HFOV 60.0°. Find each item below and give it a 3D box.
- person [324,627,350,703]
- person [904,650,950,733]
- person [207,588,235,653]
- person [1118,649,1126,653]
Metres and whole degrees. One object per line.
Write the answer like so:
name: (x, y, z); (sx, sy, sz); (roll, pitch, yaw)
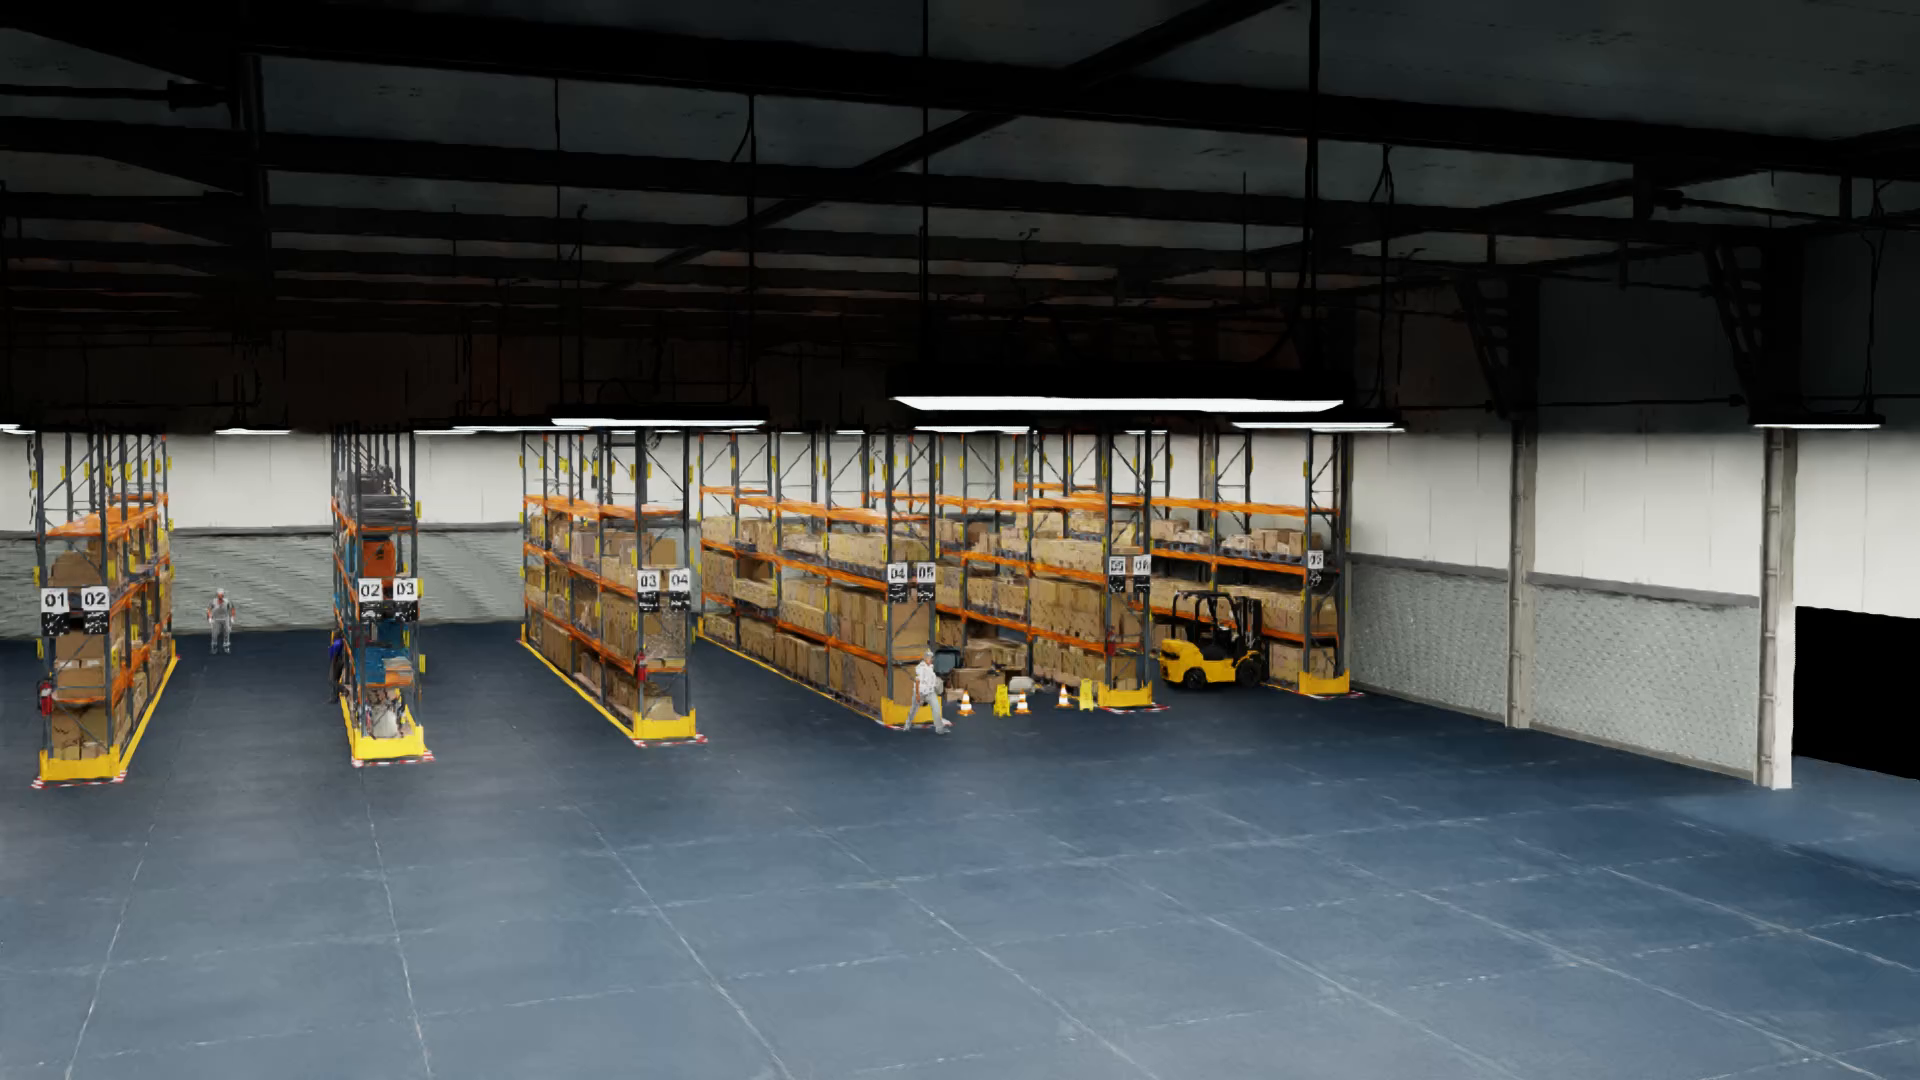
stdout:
person: (-13.300, 2.679, 35.460); (0.560, 1.637, 0.658); (-1, 4, -15)
person: (-0.679, 2.920, 32.045); (0.942, 1.613, 0.519); (4, 5, 45)
person: (-19.439, 2.129, 43.744); (0.677, 1.742, 0.552); (-2, 4, -23)
person: (3.785, 2.467, 39.164); (0.449, 1.599, 0.467); (1, 4, 9)
